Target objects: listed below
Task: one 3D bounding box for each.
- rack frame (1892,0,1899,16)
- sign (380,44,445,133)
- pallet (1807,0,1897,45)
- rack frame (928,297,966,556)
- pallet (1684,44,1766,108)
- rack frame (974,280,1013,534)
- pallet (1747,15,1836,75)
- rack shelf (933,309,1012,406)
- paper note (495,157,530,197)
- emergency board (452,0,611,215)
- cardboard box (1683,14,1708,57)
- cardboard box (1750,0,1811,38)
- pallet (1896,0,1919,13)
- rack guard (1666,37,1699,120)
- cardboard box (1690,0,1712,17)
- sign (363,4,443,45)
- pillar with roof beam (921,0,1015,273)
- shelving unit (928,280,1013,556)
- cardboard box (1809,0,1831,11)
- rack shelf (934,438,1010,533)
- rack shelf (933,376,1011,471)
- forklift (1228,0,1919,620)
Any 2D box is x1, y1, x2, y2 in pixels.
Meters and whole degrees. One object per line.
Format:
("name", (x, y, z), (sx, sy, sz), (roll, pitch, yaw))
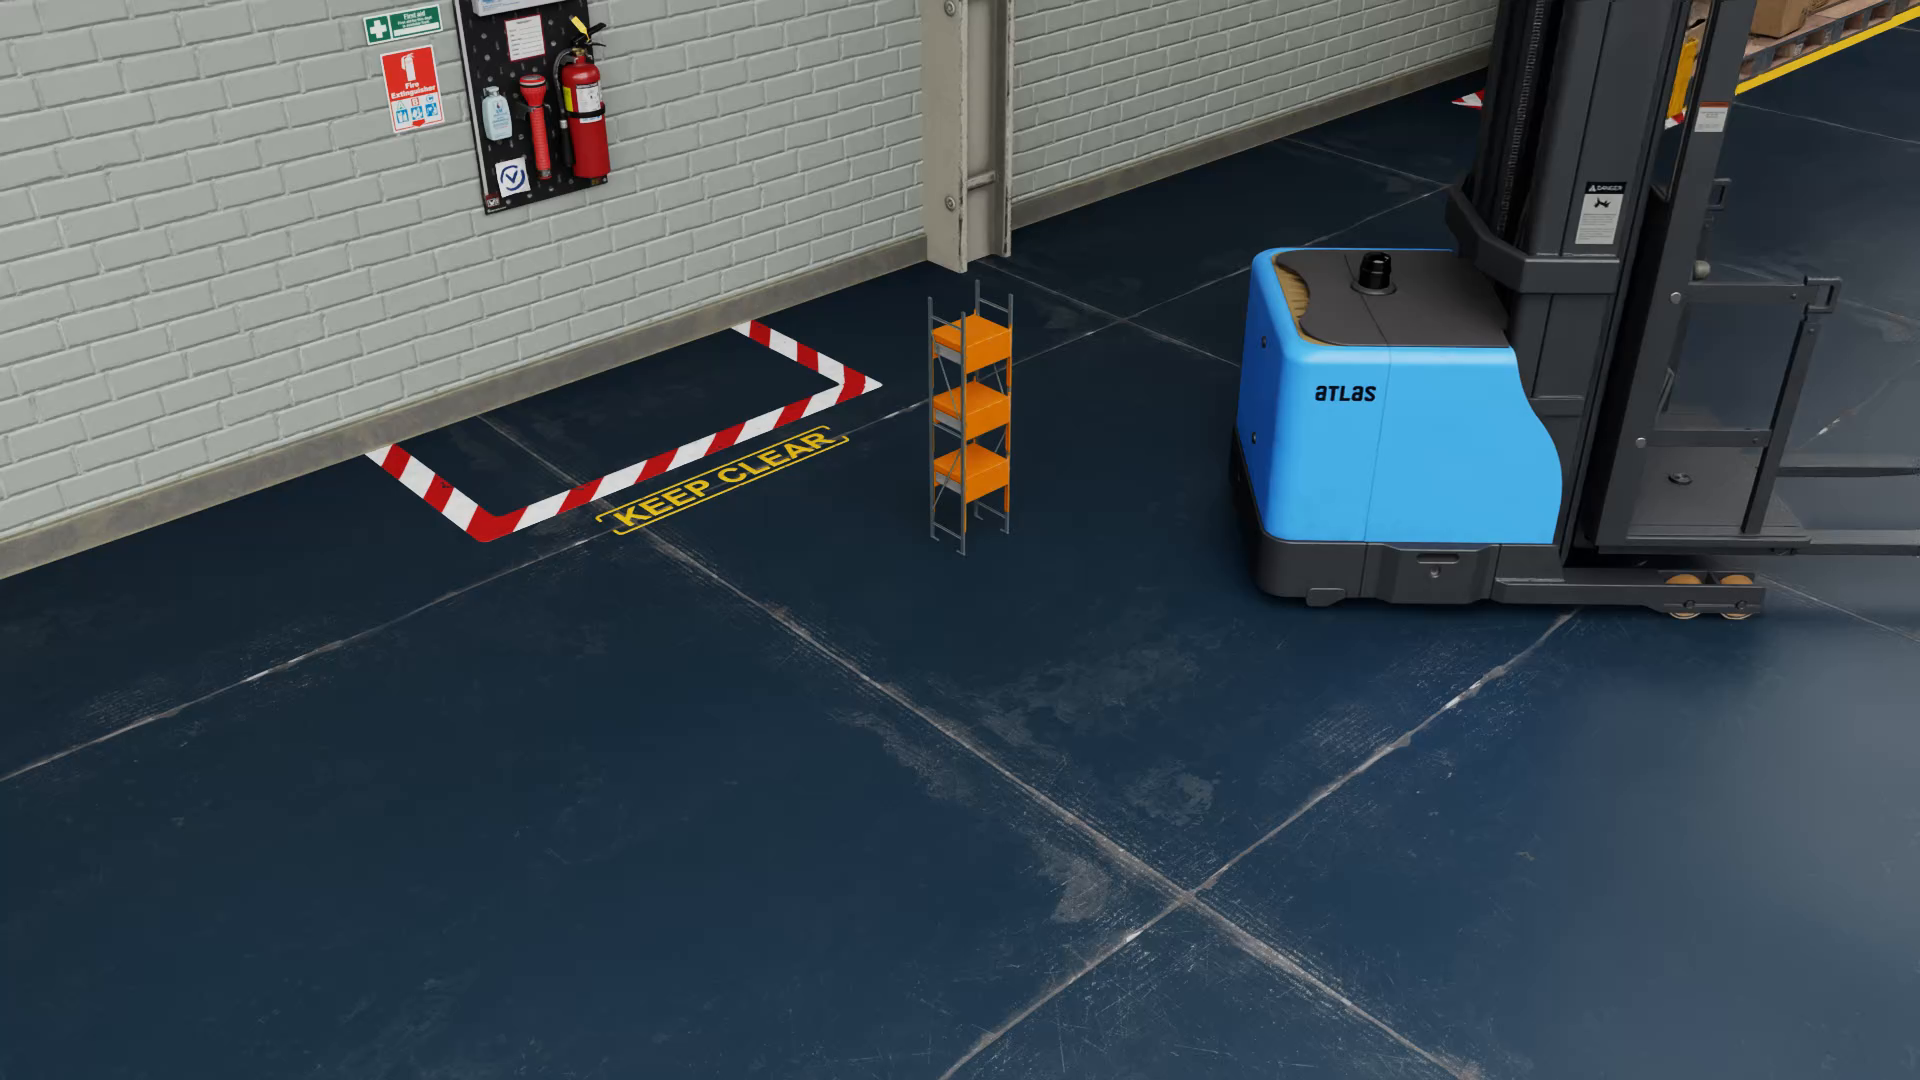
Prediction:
("rack frame", (7.450, -5.844, 13.431), (0.127, 3.000, 1.000), (-26, 40, -35))
("sign", (-2.271, -1.872, 6.902), (0.234, 0.329, 0.001), (-26, 40, -35))
("pallet", (6.982, -4.402, 13.747), (1.213, 0.211, 1.003), (-26, 40, -35))
("rack frame", (-0.050, -0.424, 6.436), (0.008, 1.050, 0.200), (-26, 40, -35))
("pallet", (5.193, -3.537, 12.331), (1.213, 0.211, 1.003), (-26, 40, -35))
("rack frame", (0.129, -0.510, 6.578), (0.008, 1.050, 0.200), (-26, 40, -35))
("pallet", (6.087, -3.967, 13.036), (1.213, 0.211, 1.003), (-26, 40, -35))
("rack shelf", (0.039, -0.700, 6.365), (0.240, 0.259, 0.215), (-26, 40, -35))
("paper note", (-1.972, -1.602, 7.338), (0.142, 0.148, 0.016), (-26, 40, -35))
("emergency board", (-1.795, -2.014, 7.168), (0.643, 1.169, 0.194), (-26, 40, -35))
("cardboard box", (5.086, -3.676, 12.042), (0.500, 0.311, 0.500), (24, 39, 34))
("cardboard box", (6.076, -4.200, 12.718), (0.700, 0.500, 0.500), (26, 40, 36))
("pallet", (8.020, -4.931, 14.611), (1.213, 0.211, 1.003), (-26, 40, -35))
("rack guard", (4.573, -3.385, 11.807), (0.348, 0.500, 1.175), (-26, 40, -35))
("cardboard box", (5.504, -3.879, 12.373), (0.500, 0.311, 0.500), (-22, 38, -32))
("sign", (-2.262, -2.097, 6.761), (0.331, 0.109, 0.001), (-26, 40, -35))
("pillar with roof beam", (2.970, -3.788, 4.319), (0.400, 9.000, 9.100), (-26, 40, -35))
("shelving unit", (0.039, -0.467, 6.507), (0.252, 1.050, 0.215), (-26, 40, -35))
("cardboard box", (6.716, -4.581, 13.341), (0.500, 0.500, 0.500), (26, 40, 35))
("rack shelf", (0.039, -0.221, 6.658), (0.240, 0.259, 0.215), (-26, 40, -35))
("rack shelf", (0.039, -0.458, 6.513), (0.240, 0.259, 0.215), (-26, 40, -35))
("forklift", (2.647, -1.233, 5.957), (3.031, 2.935, 1.130), (1, 31, 1))
